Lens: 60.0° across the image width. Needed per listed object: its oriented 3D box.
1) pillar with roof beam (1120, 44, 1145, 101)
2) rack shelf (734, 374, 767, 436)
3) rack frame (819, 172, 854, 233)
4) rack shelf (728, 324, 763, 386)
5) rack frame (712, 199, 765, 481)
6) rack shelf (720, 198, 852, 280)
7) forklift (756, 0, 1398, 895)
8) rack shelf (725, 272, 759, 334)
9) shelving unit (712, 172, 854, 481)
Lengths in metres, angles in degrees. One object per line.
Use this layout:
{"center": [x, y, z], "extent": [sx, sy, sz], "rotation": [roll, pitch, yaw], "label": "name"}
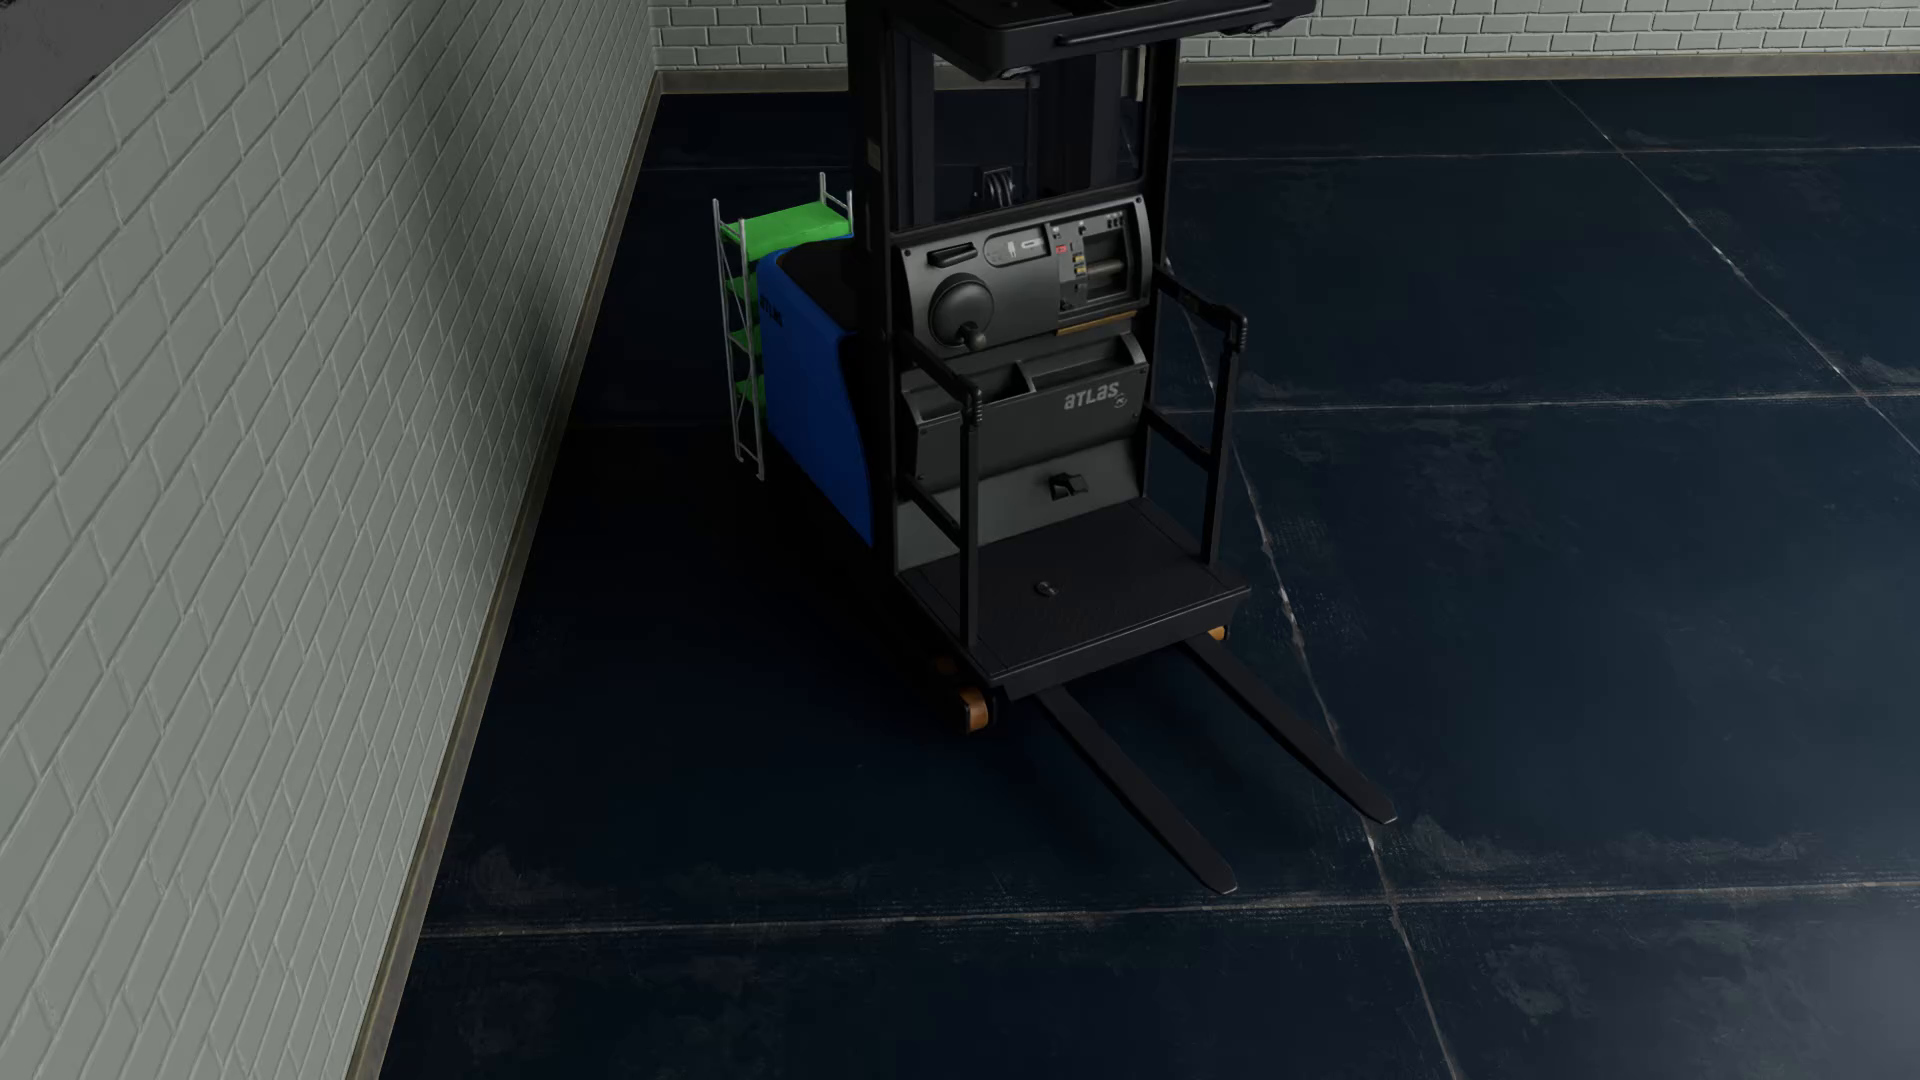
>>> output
{"center": [1.199, -4.220, 4.940], "extent": [0.400, 9.000, 9.100], "rotation": [-2, 35, -2], "label": "pillar with roof beam"}
{"center": [-0.707, -0.631, 7.141], "extent": [0.480, 0.148, 0.258], "rotation": [-21, 40, -27], "label": "rack shelf"}
{"center": [-0.504, -0.958, 7.080], "extent": [0.015, 1.200, 0.240], "rotation": [-21, 40, -27], "label": "rack frame"}
{"center": [-0.707, -0.828, 7.004], "extent": [0.480, 0.148, 0.258], "rotation": [-21, 40, -27], "label": "rack shelf"}
{"center": [-0.909, -0.803, 6.856], "extent": [0.015, 1.200, 0.240], "rotation": [-21, 40, -27], "label": "rack frame"}
{"center": [-0.706, -1.223, 6.731], "extent": [0.480, 0.148, 0.258], "rotation": [-21, 40, -27], "label": "rack shelf"}
{"center": [0.335, -0.832, 5.377], "extent": [1.130, 2.935, 3.031], "rotation": [-17, 38, -23], "label": "forklift"}
{"center": [-0.706, -1.025, 6.868], "extent": [0.480, 0.148, 0.258], "rotation": [-21, 40, -27], "label": "rack shelf"}
{"center": [-0.707, -0.881, 6.968], "extent": [0.503, 1.200, 0.258], "rotation": [-21, 40, -27], "label": "shelving unit"}
